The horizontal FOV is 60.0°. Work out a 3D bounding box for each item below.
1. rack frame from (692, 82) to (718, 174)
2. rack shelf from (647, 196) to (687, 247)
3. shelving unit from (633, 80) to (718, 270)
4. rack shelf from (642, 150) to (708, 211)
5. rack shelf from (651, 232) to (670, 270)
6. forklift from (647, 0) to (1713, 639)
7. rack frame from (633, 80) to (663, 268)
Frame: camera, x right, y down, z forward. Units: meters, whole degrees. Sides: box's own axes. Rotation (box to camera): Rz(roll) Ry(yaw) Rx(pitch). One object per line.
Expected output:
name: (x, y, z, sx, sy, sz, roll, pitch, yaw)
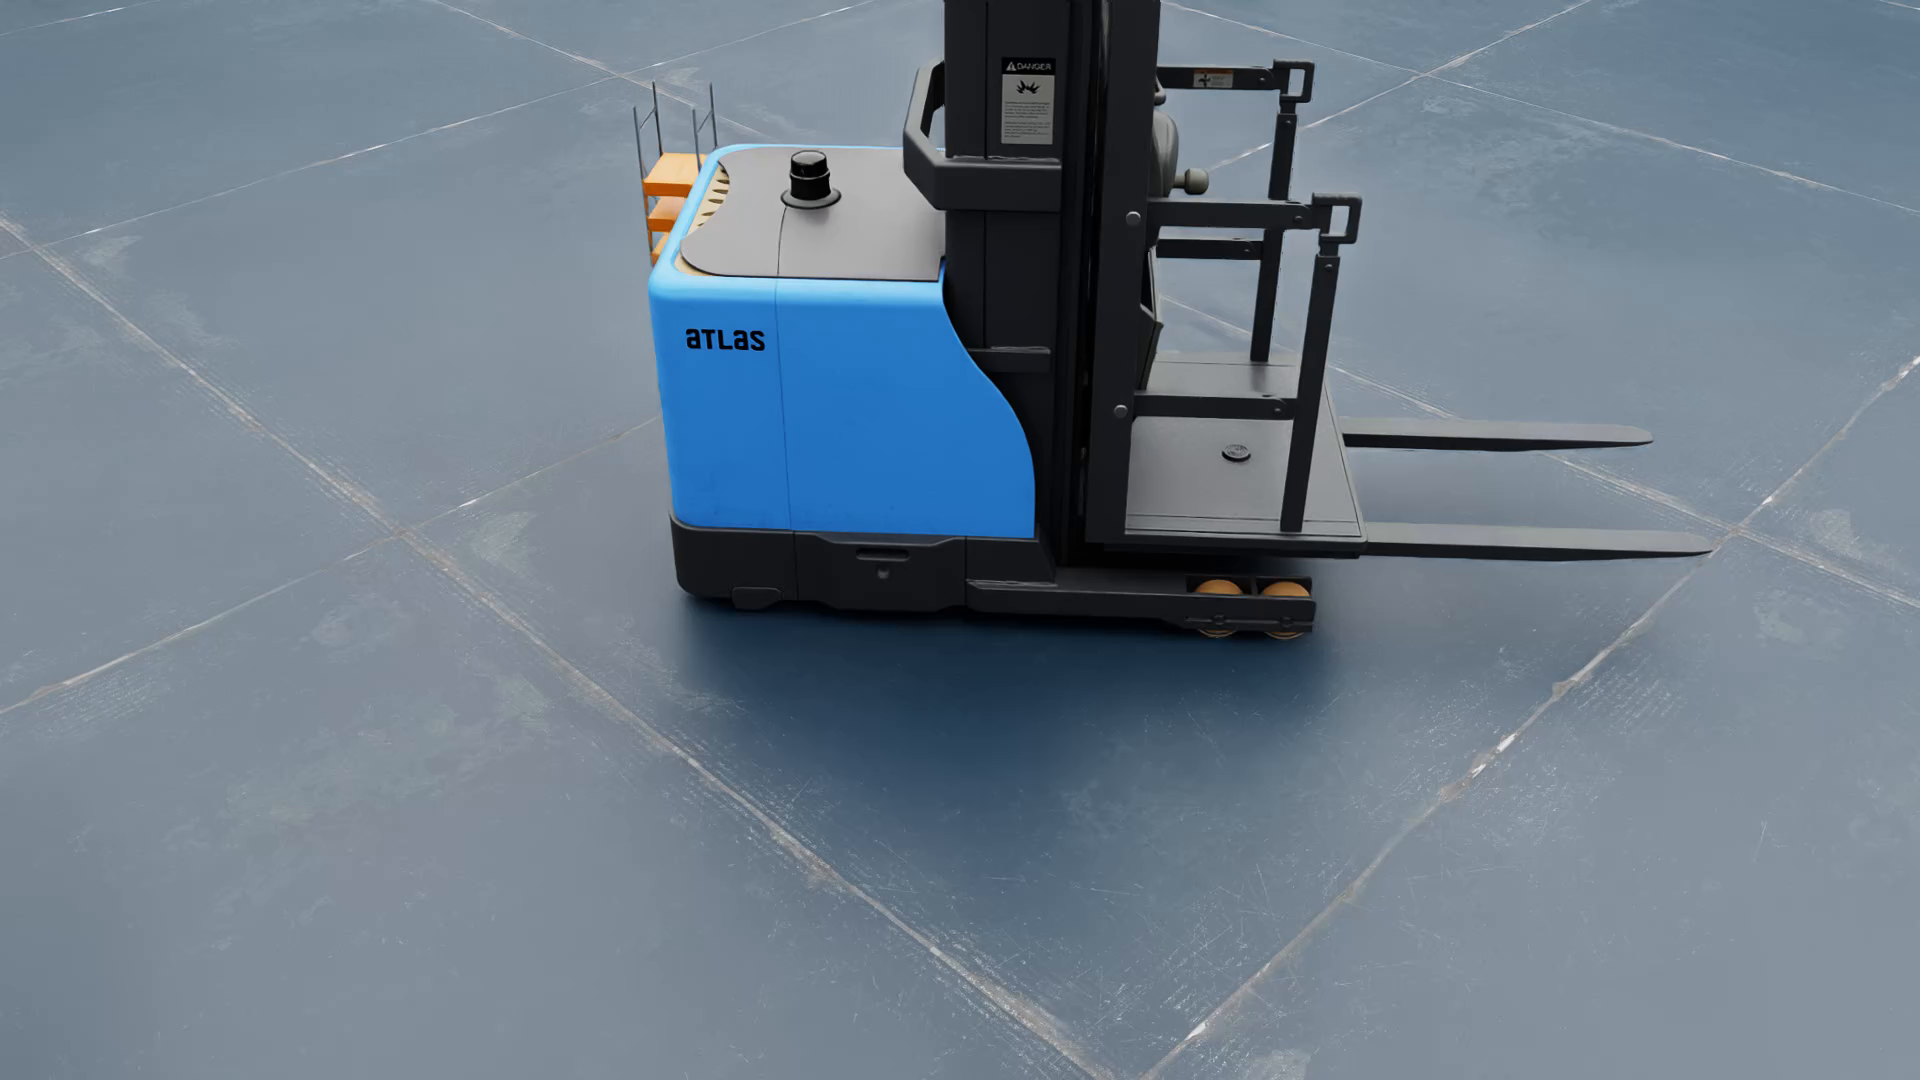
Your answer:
rack frame: (-0.792, -0.874, 5.454, 0.006, 1.200, 0.240, 4, 35, 5)
rack shelf: (-0.883, -1.040, 5.350, 0.180, 0.103, 0.258, 4, 35, 5)
shelving unit: (-0.883, -0.879, 5.462, 0.189, 1.200, 0.258, 4, 35, 5)
rack shelf: (-0.883, -1.138, 5.282, 0.180, 0.103, 0.258, 4, 35, 5)
rack shelf: (-0.883, -0.941, 5.419, 0.180, 0.103, 0.258, 4, 35, 5)
forklift: (0.691, -1.228, 4.449, 3.031, 2.935, 1.130, 2, 35, 3)
rack frame: (-0.974, -0.885, 5.470, 0.006, 1.200, 0.240, 4, 35, 5)
